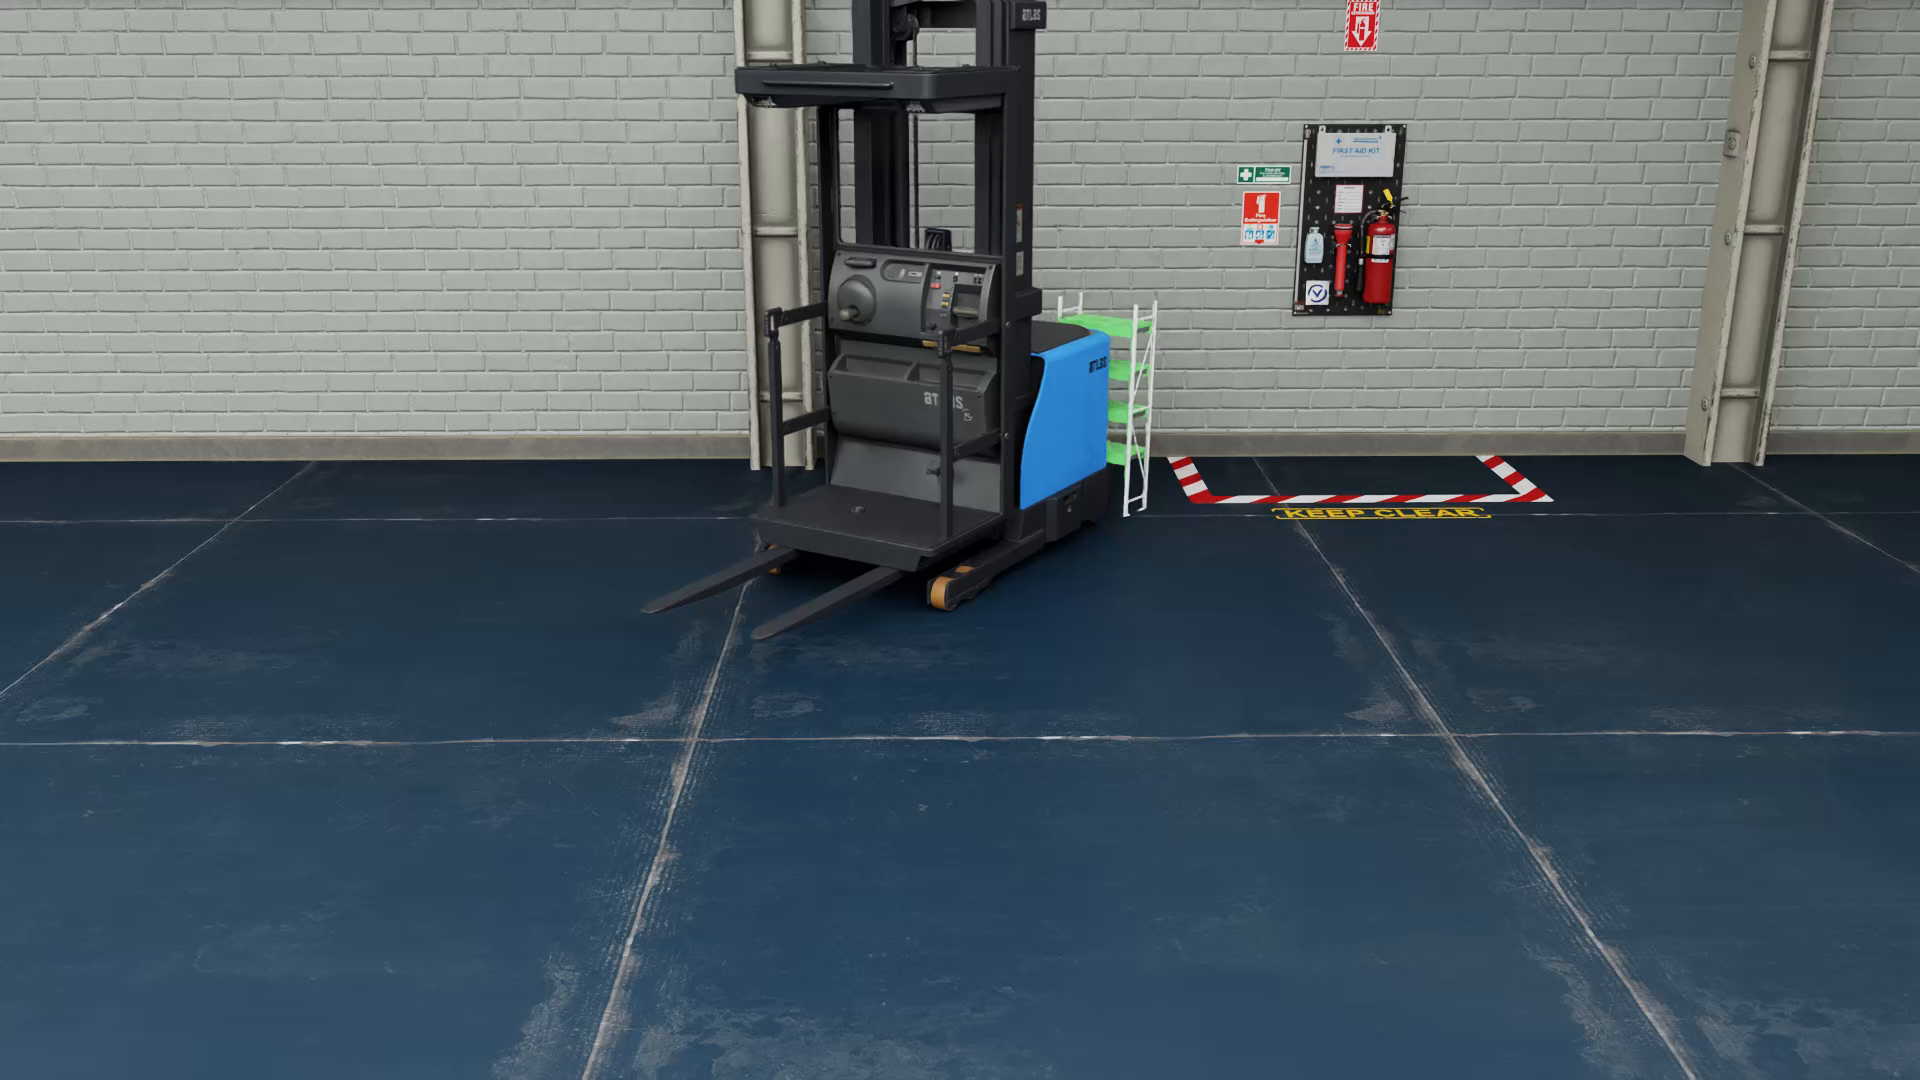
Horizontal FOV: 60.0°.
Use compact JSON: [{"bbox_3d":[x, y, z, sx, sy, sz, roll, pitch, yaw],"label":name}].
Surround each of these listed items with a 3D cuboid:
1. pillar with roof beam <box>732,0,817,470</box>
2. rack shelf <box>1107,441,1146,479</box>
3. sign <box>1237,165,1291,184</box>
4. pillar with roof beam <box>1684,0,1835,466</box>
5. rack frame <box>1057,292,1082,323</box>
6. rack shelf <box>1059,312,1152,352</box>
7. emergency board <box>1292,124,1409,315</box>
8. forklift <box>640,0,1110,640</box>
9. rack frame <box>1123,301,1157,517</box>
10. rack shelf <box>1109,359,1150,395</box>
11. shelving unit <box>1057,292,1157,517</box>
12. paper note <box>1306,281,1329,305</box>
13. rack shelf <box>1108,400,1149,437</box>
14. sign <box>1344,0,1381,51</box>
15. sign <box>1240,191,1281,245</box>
[{"bbox_3d":[-1.047,-3.457,5.093,0.400,9.000,9.100,0,18,-1],"label":"pillar with roof beam"},{"bbox_3d":[0.808,-0.484,9.569,0.480,0.148,0.258,12,19,33],"label":"rack shelf"},{"bbox_3d":[1.863,-2.239,10.192,0.331,0.109,0.001,0,18,-1],"label":"sign"},{"bbox_3d":[4.953,-3.486,5.183,0.400,9.000,9.100,0,18,-1],"label":"pillar with roof beam"},{"bbox_3d":[0.615,-0.819,9.619,0.015,1.200,0.240,12,19,33],"label":"rack frame"},{"bbox_3d":[0.824,-1.176,9.371,0.480,0.148,0.258,12,19,33],"label":"rack shelf"},{"bbox_3d":[2.413,-1.944,10.197,0.643,1.169,0.194,0,18,-1],"label":"emergency board"},{"bbox_3d":[-0.352,-1.215,8.036,1.130,2.935,3.031,10,20,29],"label":"forklift"},{"bbox_3d":[1.014,-0.733,9.352,0.015,1.200,0.240,12,19,33],"label":"rack frame"},{"bbox_3d":[0.818,-0.945,9.437,0.480,0.148,0.258,12,19,33],"label":"rack shelf"},{"bbox_3d":[0.814,-0.776,9.486,0.503,1.200,0.258,12,19,33],"label":"shelving unit"},{"bbox_3d":[2.235,-1.545,10.395,0.142,0.148,0.016,0,18,-1],"label":"paper note"},{"bbox_3d":[0.813,-0.715,9.503,0.480,0.148,0.258,12,19,33],"label":"rack shelf"},{"bbox_3d":[2.404,-3.078,9.938,0.199,0.298,0.001,0,18,-1],"label":"sign"},{"bbox_3d":[1.859,-1.990,10.281,0.234,0.329,0.001,0,18,-1],"label":"sign"}]
